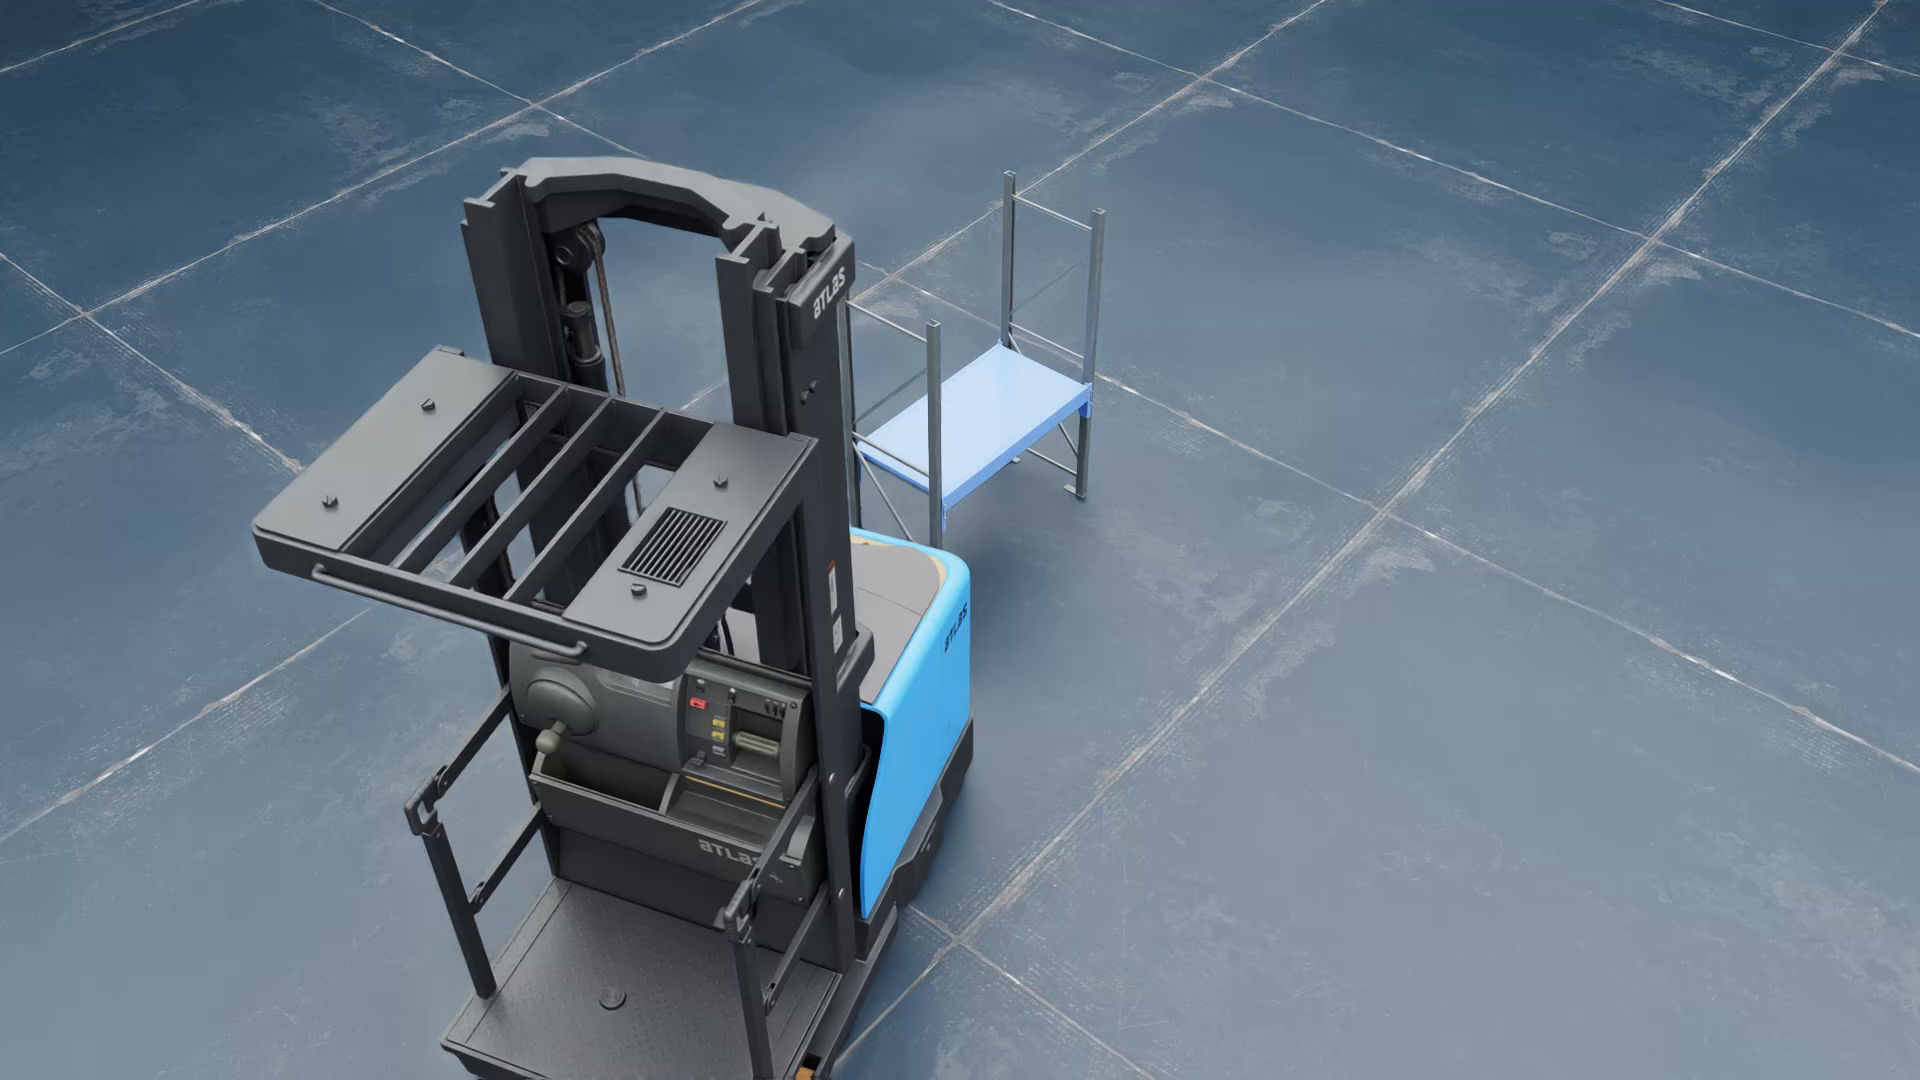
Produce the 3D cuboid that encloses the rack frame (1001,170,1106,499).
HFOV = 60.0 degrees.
[{"bbox_3d":[0.382,-0.861,7.264,0.500,1.500,0.032,29,50,28],"label":"rack frame"}]

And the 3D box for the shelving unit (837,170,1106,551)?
[{"bbox_3d":[0.055,-0.599,6.976,0.538,1.500,1.048,29,50,28],"label":"shelving unit"}]

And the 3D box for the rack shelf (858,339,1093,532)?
[{"bbox_3d":[0.055,-0.466,7.097,0.538,0.185,1.000,29,50,28],"label":"rack shelf"}]

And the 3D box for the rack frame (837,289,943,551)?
[{"bbox_3d":[-0.272,-0.337,6.688,0.500,1.500,0.032,29,50,28],"label":"rack frame"}]

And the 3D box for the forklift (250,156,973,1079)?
[{"bbox_3d":[-0.954,0.577,4.619,1.130,2.935,3.031,15,44,15],"label":"forklift"}]
